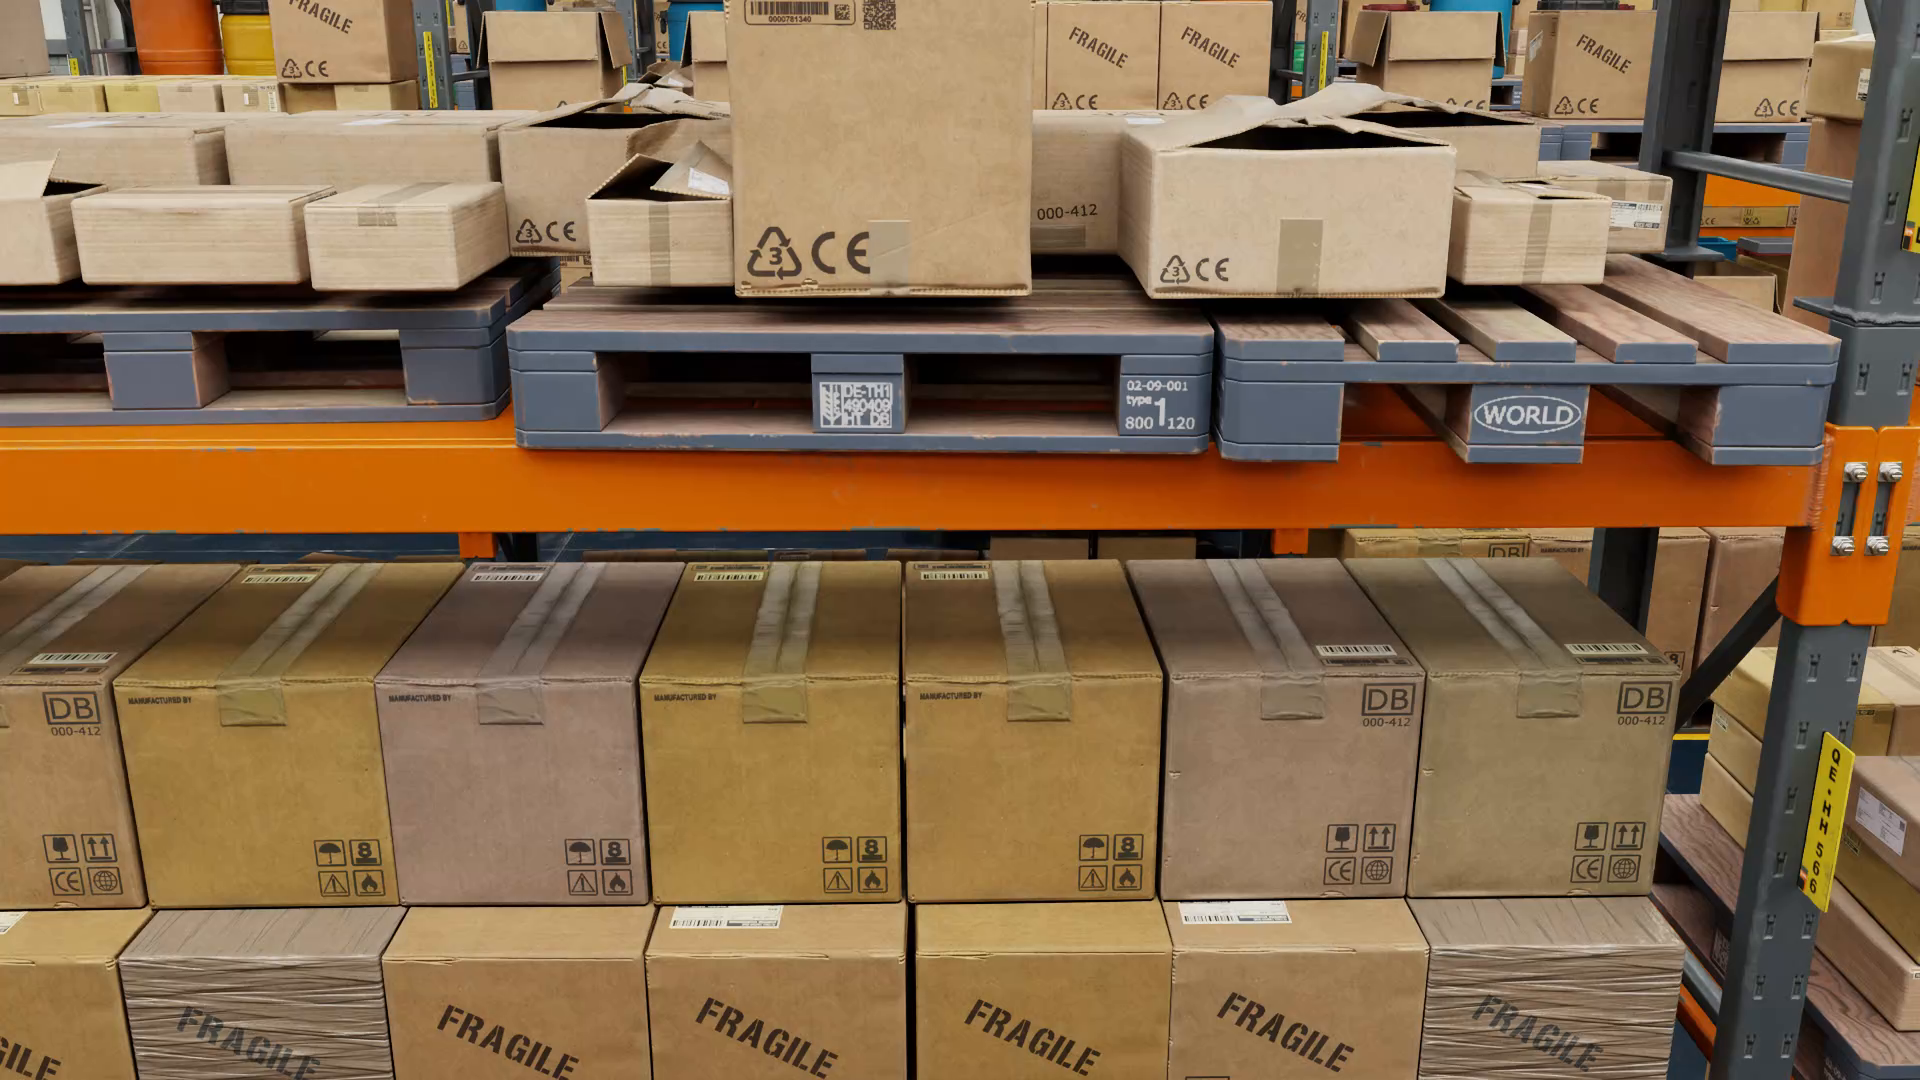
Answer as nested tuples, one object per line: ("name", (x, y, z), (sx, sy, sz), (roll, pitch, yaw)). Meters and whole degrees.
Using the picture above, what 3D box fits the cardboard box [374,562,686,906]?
("cardboard box", (-0.882, 0.395, 3.606), (0.500, 0.500, 0.700), (0, 18, 0))

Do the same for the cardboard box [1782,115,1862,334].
("cardboard box", (2.168, -0.648, 3.581), (0.500, 0.500, 0.500), (0, 18, -1))

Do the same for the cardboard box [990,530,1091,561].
("cardboard box", (0.425, 0.035, 8.672), (0.500, 0.250, 0.500), (2, 18, 5))

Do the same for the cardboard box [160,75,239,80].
("cardboard box", (-3.754, -2.221, 8.242), (0.250, 0.149, 0.380), (-1, 18, -2))

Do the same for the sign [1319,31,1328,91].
("sign", (1.631, -2.115, 7.474), (0.005, 0.325, 0.100), (0, 18, -1))

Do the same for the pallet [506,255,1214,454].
("pallet", (-0.160, -0.404, 3.295), (1.213, 0.211, 1.003), (1, 18, 2))

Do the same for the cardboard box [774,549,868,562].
("cardboard box", (-0.724, 0.398, 8.769), (0.500, 0.500, 0.700), (-2, 18, -6))

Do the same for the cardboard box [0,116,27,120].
("cardboard box", (-4.358, -1.858, 7.764), (0.500, 0.250, 0.500), (0, 18, 1))

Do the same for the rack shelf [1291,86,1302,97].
("rack shelf", (3.471, -4.728, 17.642), (4.000, 0.370, 1.077), (0, 18, -1))

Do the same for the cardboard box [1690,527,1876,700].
("cardboard box", (4.091, 0.200, 8.806), (0.875, 0.875, 1.225), (-1, 18, -3))

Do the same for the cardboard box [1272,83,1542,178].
("cardboard box", (0.874, -0.788, 3.479), (0.500, 0.311, 0.500), (0, 18, -1))

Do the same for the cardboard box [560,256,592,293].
("cardboard box", (-1.579, -1.034, 8.191), (1.000, 1.000, 1.000), (0, 18, 0))

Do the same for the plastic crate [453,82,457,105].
("plastic crate", (-4.035, -3.503, 12.993), (0.450, 0.188, 0.336), (0, 18, -1))

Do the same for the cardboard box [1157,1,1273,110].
("cardboard box", (1.151, -2.242, 7.733), (0.500, 0.500, 0.500), (0, 18, 1))

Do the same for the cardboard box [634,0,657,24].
("cardboard box", (-4.176, -6.991, 21.685), (0.500, 0.500, 0.500), (-1, 18, -3))

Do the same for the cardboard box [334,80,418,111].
("cardboard box", (-2.696, -2.044, 7.692), (0.250, 0.149, 0.380), (0, 18, 1))

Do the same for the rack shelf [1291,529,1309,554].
("rack shelf", (3.624, -0.274, 8.668), (4.000, 0.370, 1.077), (0, 18, -1))

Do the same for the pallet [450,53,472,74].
("pallet", (-4.597, -4.982, 17.402), (1.213, 0.211, 1.003), (0, 18, -1))

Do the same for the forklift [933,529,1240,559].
("forklift", (1.343, -1.388, 11.075), (3.031, 2.935, 1.130), (0, 18, 1))

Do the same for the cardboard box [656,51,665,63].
("cardboard box", (-4.170, -6.521, 21.857), (0.500, 0.500, 0.500), (-1, 18, -3))

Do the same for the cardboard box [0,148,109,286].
("cardboard box", (-1.790, -0.611, 2.998), (0.396, 0.266, 0.258), (-1, 18, -2))

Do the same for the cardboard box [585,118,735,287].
("cardboard box", (-0.524, -0.628, 3.053), (0.258, 0.266, 0.396), (0, 18, -1))

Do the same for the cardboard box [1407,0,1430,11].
("cardboard box", (4.966, -5.395, 17.530), (0.600, 0.600, 0.600), (-2, 18, -6))

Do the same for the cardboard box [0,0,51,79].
("cardboard box", (-4.829, -2.508, 8.077), (0.500, 0.500, 0.500), (0, 18, -1))

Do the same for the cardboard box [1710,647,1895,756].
("cardboard box", (2.084, 0.403, 4.131), (0.250, 0.149, 0.380), (-1, 18, -3))

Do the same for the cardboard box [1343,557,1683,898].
("cardboard box", (1.152, 0.384, 3.639), (0.500, 0.500, 0.700), (0, 18, -1))

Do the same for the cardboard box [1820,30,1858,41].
("cardboard box", (8.961, -5.185, 17.318), (0.500, 0.250, 0.500), (0, 18, -1))

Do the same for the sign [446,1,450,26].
("sign", (-6.601, -6.785, 21.448), (0.005, 0.325, 0.100), (0, 18, -1))

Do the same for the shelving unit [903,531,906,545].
("shelving unit", (-0.282, -0.432, 11.421), (0.210, 0.900, 0.258), (0, 18, 1))

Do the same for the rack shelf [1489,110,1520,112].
("rack shelf", (3.546, -3.215, 12.926), (4.000, 0.370, 1.077), (0, 18, -1))

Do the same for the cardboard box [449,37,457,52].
("cardboard box", (-5.348, -5.121, 17.184), (0.250, 0.149, 0.380), (0, 18, -1))

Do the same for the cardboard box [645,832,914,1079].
("cardboard box", (-0.356, 0.953, 3.501), (0.500, 0.500, 0.500), (0, 18, 0))

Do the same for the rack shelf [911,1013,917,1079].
("rack shelf", (-0.398, 1.261, 3.884), (4.000, 0.370, 1.077), (0, 18, -1))

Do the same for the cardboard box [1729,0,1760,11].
("cardboard box", (7.958, -5.604, 17.394), (0.500, 0.500, 0.700), (0, 18, -1))

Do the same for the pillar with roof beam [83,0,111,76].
("pillar with roof beam", (-11.854, -6.887, 18.285), (0.400, 9.000, 9.100), (0, 18, -1))

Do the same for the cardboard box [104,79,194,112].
("cardboard box", (-3.749, -2.055, 7.726), (0.250, 0.149, 0.380), (0, 18, 1))

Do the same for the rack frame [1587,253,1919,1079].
("rack frame", (1.601, 0.909, 3.804), (0.127, 3.000, 1.000), (0, 18, -1))

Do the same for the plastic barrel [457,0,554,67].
("plastic barrel", (-3.450, -3.995, 12.672), (0.708, 0.901, 0.600), (0, 18, -1))

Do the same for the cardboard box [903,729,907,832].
("cardboard box", (-0.362, 0.788, 4.016), (0.500, 0.500, 0.500), (0, 18, -1))

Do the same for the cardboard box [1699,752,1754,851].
("cardboard box", (2.087, 0.686, 4.224), (0.250, 0.149, 0.380), (0, 18, 0))

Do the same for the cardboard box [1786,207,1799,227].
("cardboard box", (9.027, -3.633, 17.799), (0.500, 0.500, 0.500), (0, 18, 1))

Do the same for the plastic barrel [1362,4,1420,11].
("plastic barrel", (3.316, -3.867, 12.871), (0.433, 0.535, 0.433), (0, 18, 0))

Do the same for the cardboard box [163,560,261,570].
("cardboard box", (-3.968, 0.425, 8.718), (0.500, 0.500, 0.500), (-2, 18, -6))

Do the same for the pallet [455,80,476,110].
("pallet", (-3.173, -3.405, 12.650), (1.003, 0.211, 1.213), (0, 18, -1))

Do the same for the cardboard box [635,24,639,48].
("cardboard box", (-3.576, -5.341, 17.605), (0.500, 0.311, 0.500), (-1, 18, -4))

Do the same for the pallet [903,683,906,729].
("pallet", (-0.374, 0.729, 8.928), (1.213, 0.211, 1.003), (0, 18, -1))

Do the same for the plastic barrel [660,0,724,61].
("plastic barrel", (-1.948, -3.836, 12.863), (0.708, 0.901, 0.600), (0, 18, -1))

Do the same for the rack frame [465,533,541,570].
("rack frame", (-2.375, -0.587, 8.468), (0.127, 3.000, 1.000), (0, 18, -1))

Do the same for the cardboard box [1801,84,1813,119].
("cardboard box", (4.133, -2.173, 8.225), (0.250, 0.149, 0.380), (-1, 18, -3))
